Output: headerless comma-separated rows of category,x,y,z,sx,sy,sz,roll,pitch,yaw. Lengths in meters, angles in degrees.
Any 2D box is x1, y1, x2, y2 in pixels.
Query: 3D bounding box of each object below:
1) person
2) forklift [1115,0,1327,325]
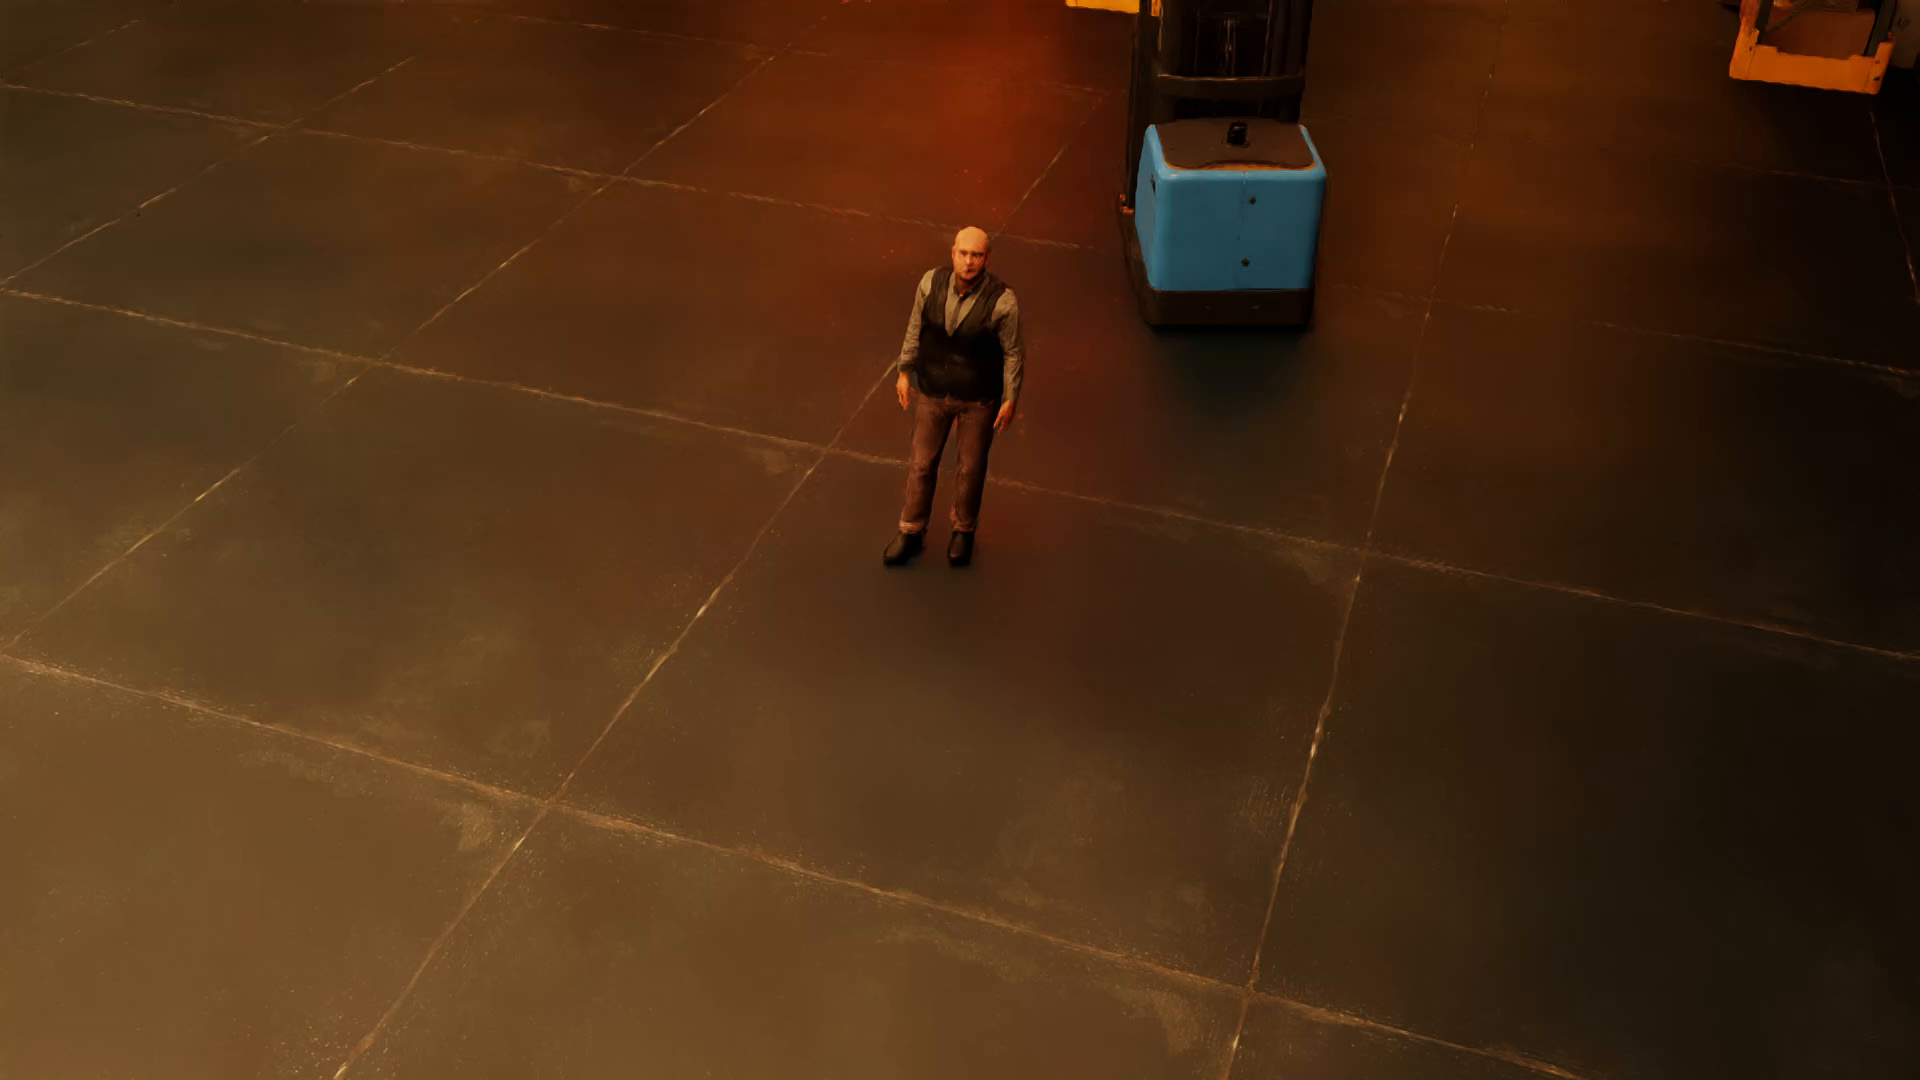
person,-0.028,-0.675,8.097,0.632,1.720,0.567,12,37,16
forklift,1.677,-3.360,10.849,1.130,2.935,3.031,0,35,0
